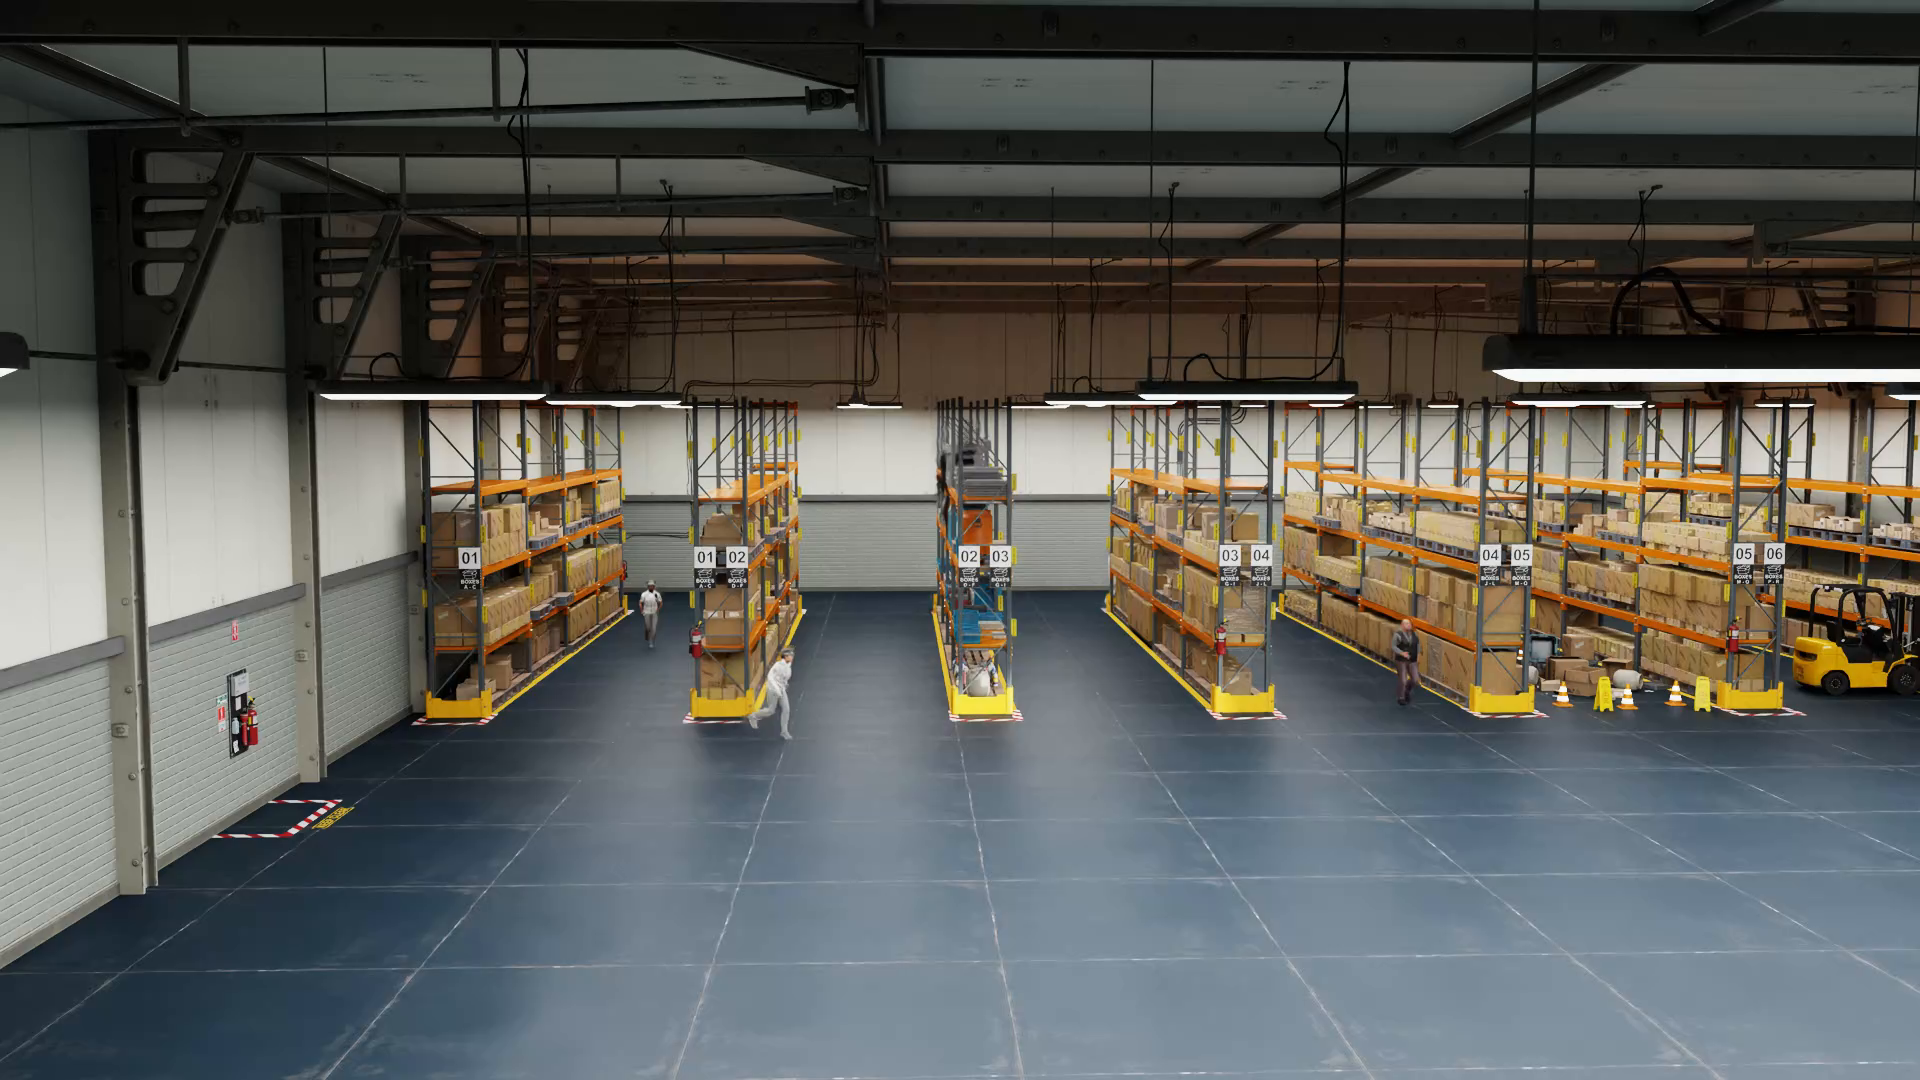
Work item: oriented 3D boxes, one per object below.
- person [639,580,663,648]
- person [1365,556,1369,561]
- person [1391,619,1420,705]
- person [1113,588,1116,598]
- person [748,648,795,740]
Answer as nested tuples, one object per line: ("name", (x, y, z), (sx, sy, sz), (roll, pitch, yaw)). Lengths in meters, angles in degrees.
("person", (-7.493, 1.784, 40.354), (0.574, 1.649, 0.561), (-1, 5, -15))
("person", (11.246, 1.300, 46.110), (0.679, 1.726, 0.636), (0, 4, -6))
("person", (8.719, 2.379, 32.351), (0.685, 1.689, 0.580), (-1, 4, -11))
("person", (4.822, 1.050, 48.931), (1.043, 1.785, 0.701), (2, 5, 21))
("person", (-3.312, 2.684, 29.278), (0.924, 1.633, 0.636), (2, 5, 19))
